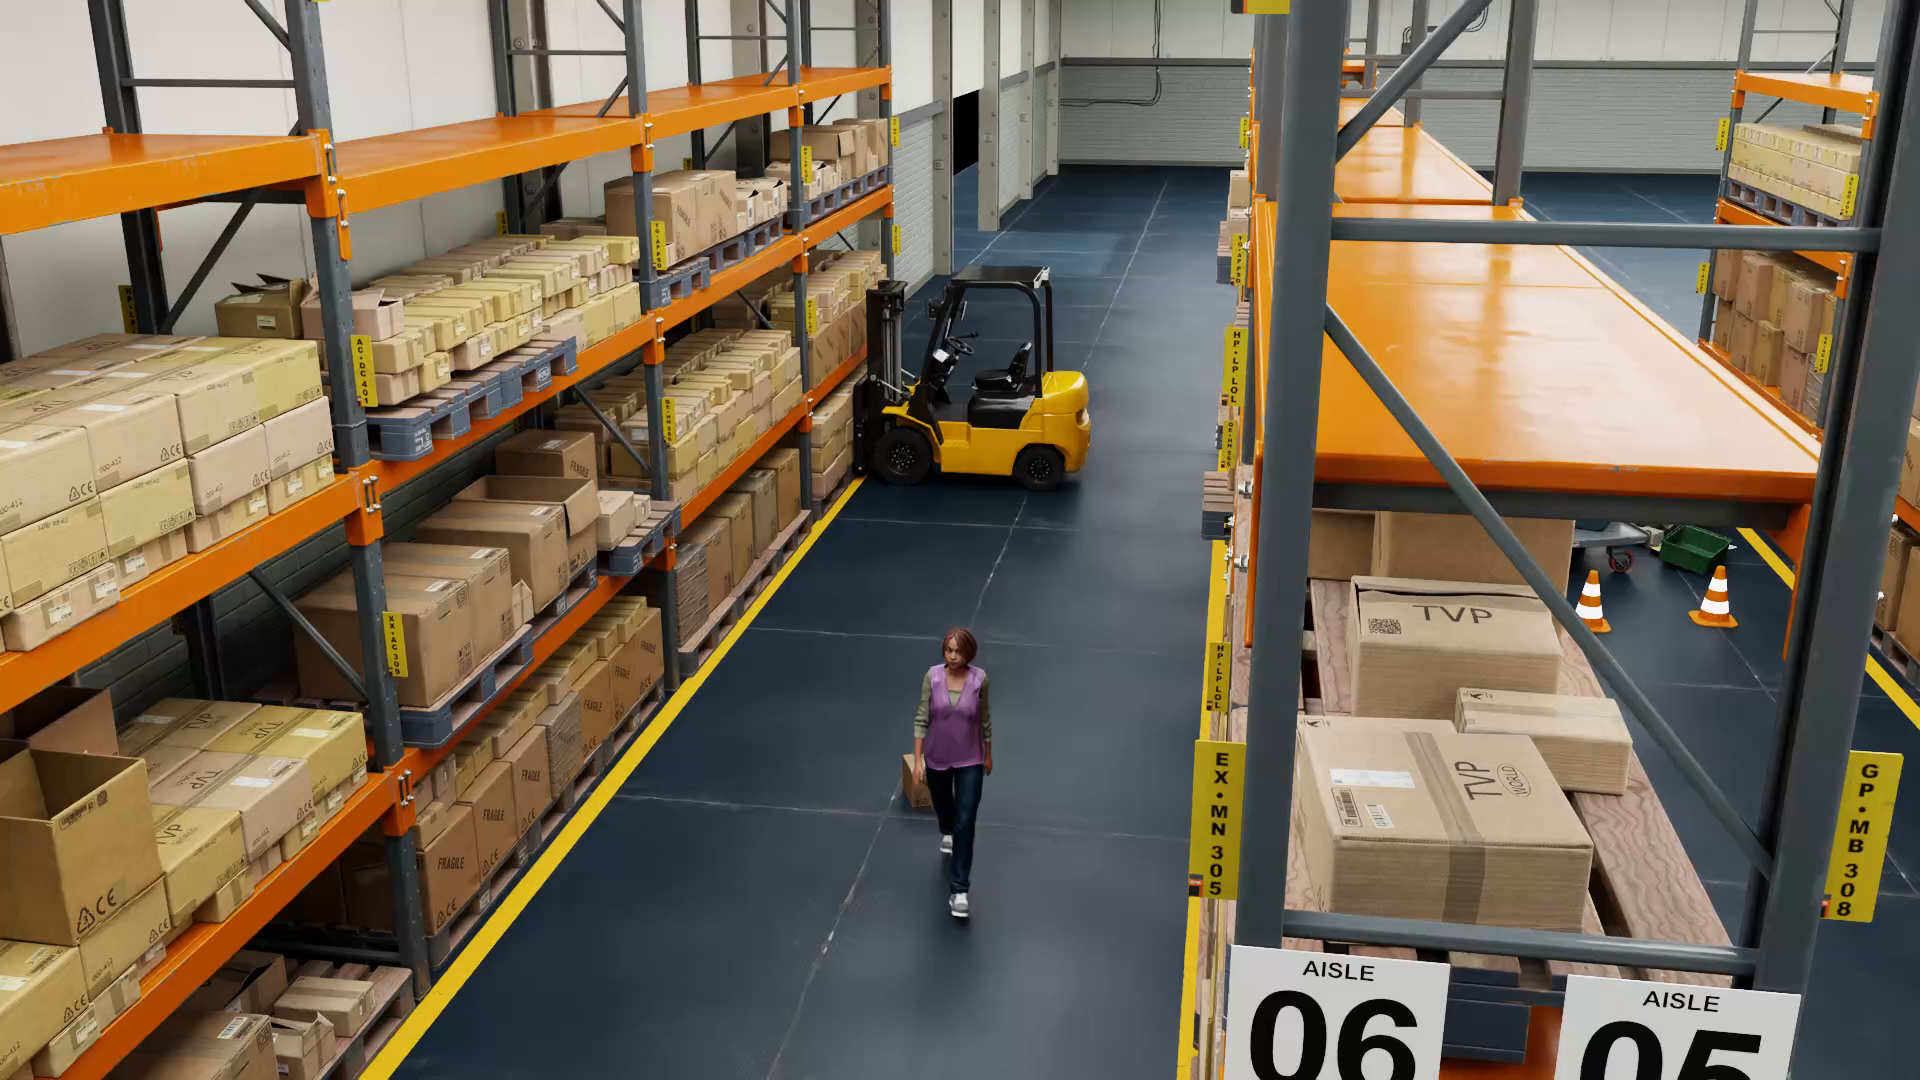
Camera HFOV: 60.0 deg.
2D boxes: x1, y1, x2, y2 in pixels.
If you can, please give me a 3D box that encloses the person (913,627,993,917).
[{"bbox_3d":[-0.044,1.230,9.319,0.424,1.549,0.910,3,18,8],"label":"person"}]
